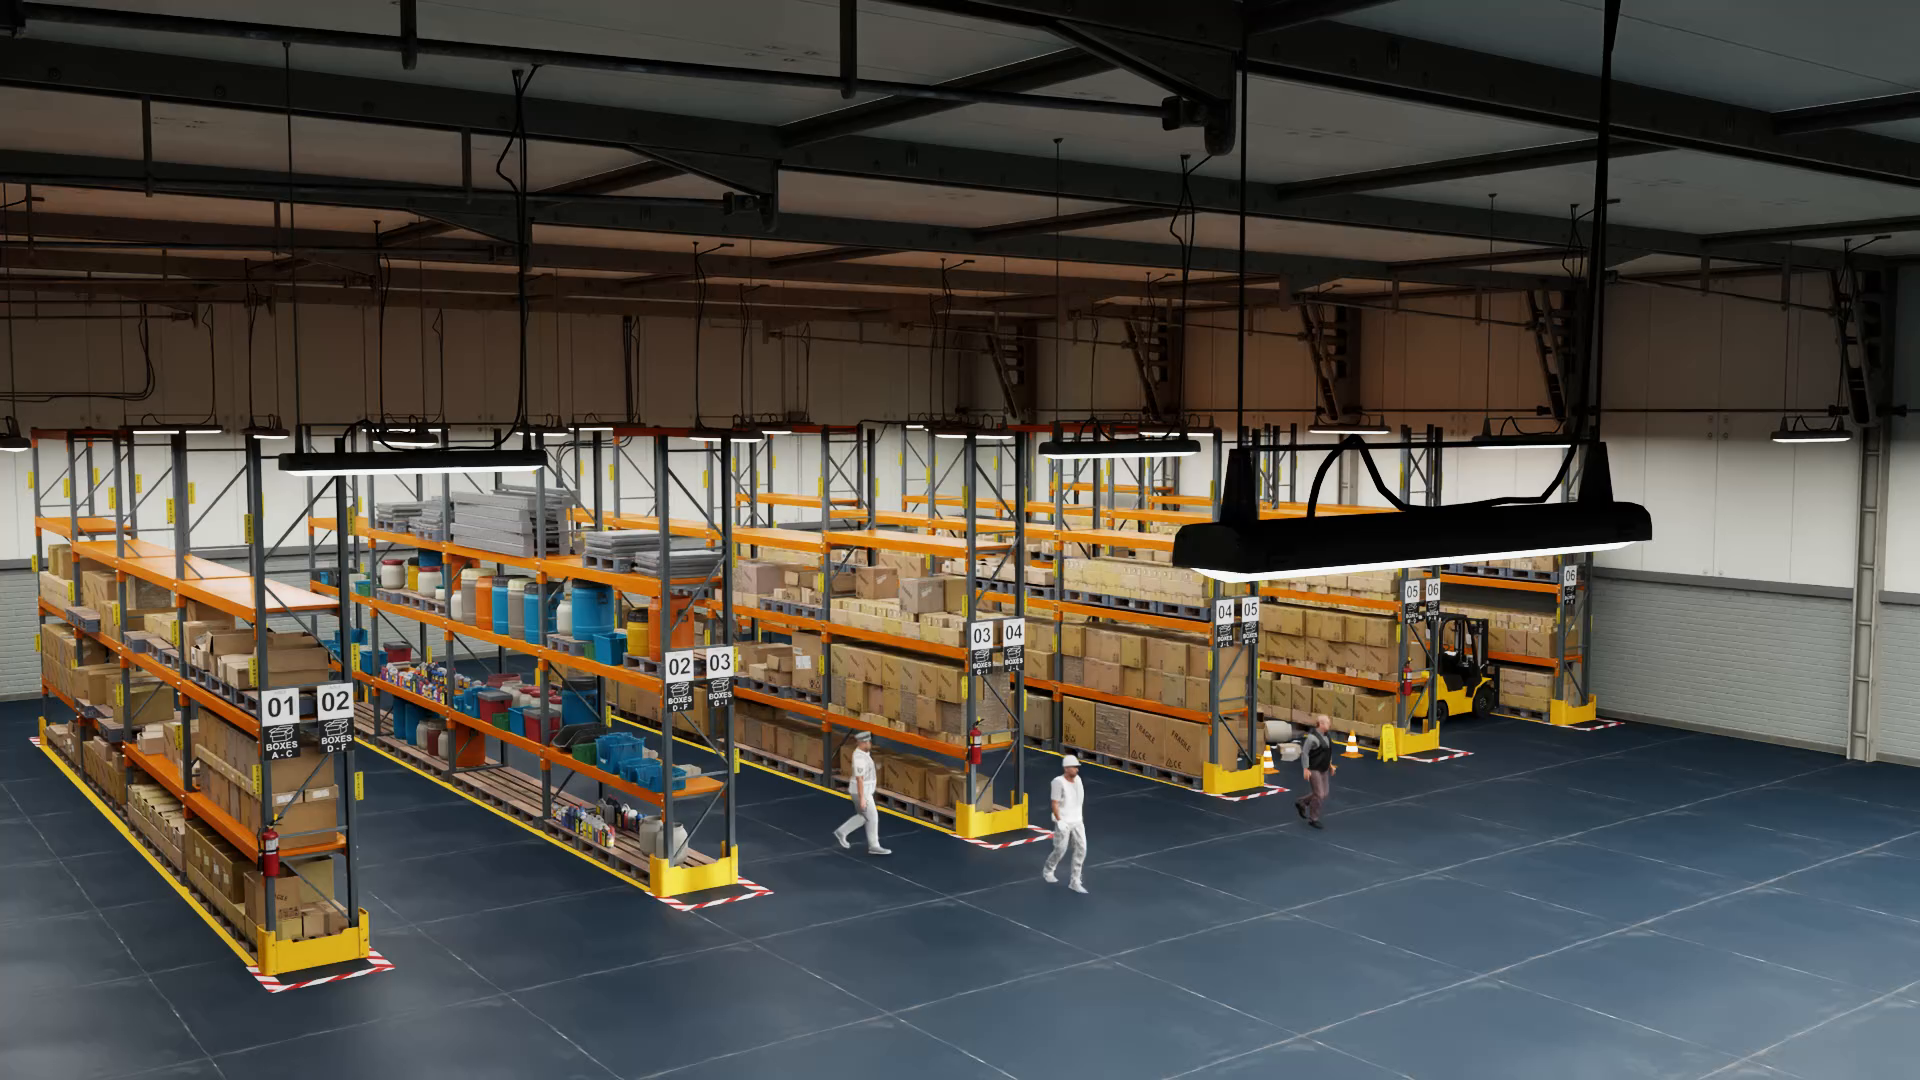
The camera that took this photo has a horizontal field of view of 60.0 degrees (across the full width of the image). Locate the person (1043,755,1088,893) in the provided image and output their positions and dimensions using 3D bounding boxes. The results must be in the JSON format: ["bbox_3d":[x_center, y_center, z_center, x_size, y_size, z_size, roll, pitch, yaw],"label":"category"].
[{"bbox_3d":[1.436,3.745,22.008,0.735,1.802,0.656,4,6,44],"label":"person"}]

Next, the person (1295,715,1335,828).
[{"bbox_3d":[5.351,3.499,25.377,0.611,1.703,0.602,4,6,39],"label":"person"}]

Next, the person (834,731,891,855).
[{"bbox_3d":[-1.399,3.587,23.705,0.823,1.737,0.600,0,4,-3],"label":"person"}]
